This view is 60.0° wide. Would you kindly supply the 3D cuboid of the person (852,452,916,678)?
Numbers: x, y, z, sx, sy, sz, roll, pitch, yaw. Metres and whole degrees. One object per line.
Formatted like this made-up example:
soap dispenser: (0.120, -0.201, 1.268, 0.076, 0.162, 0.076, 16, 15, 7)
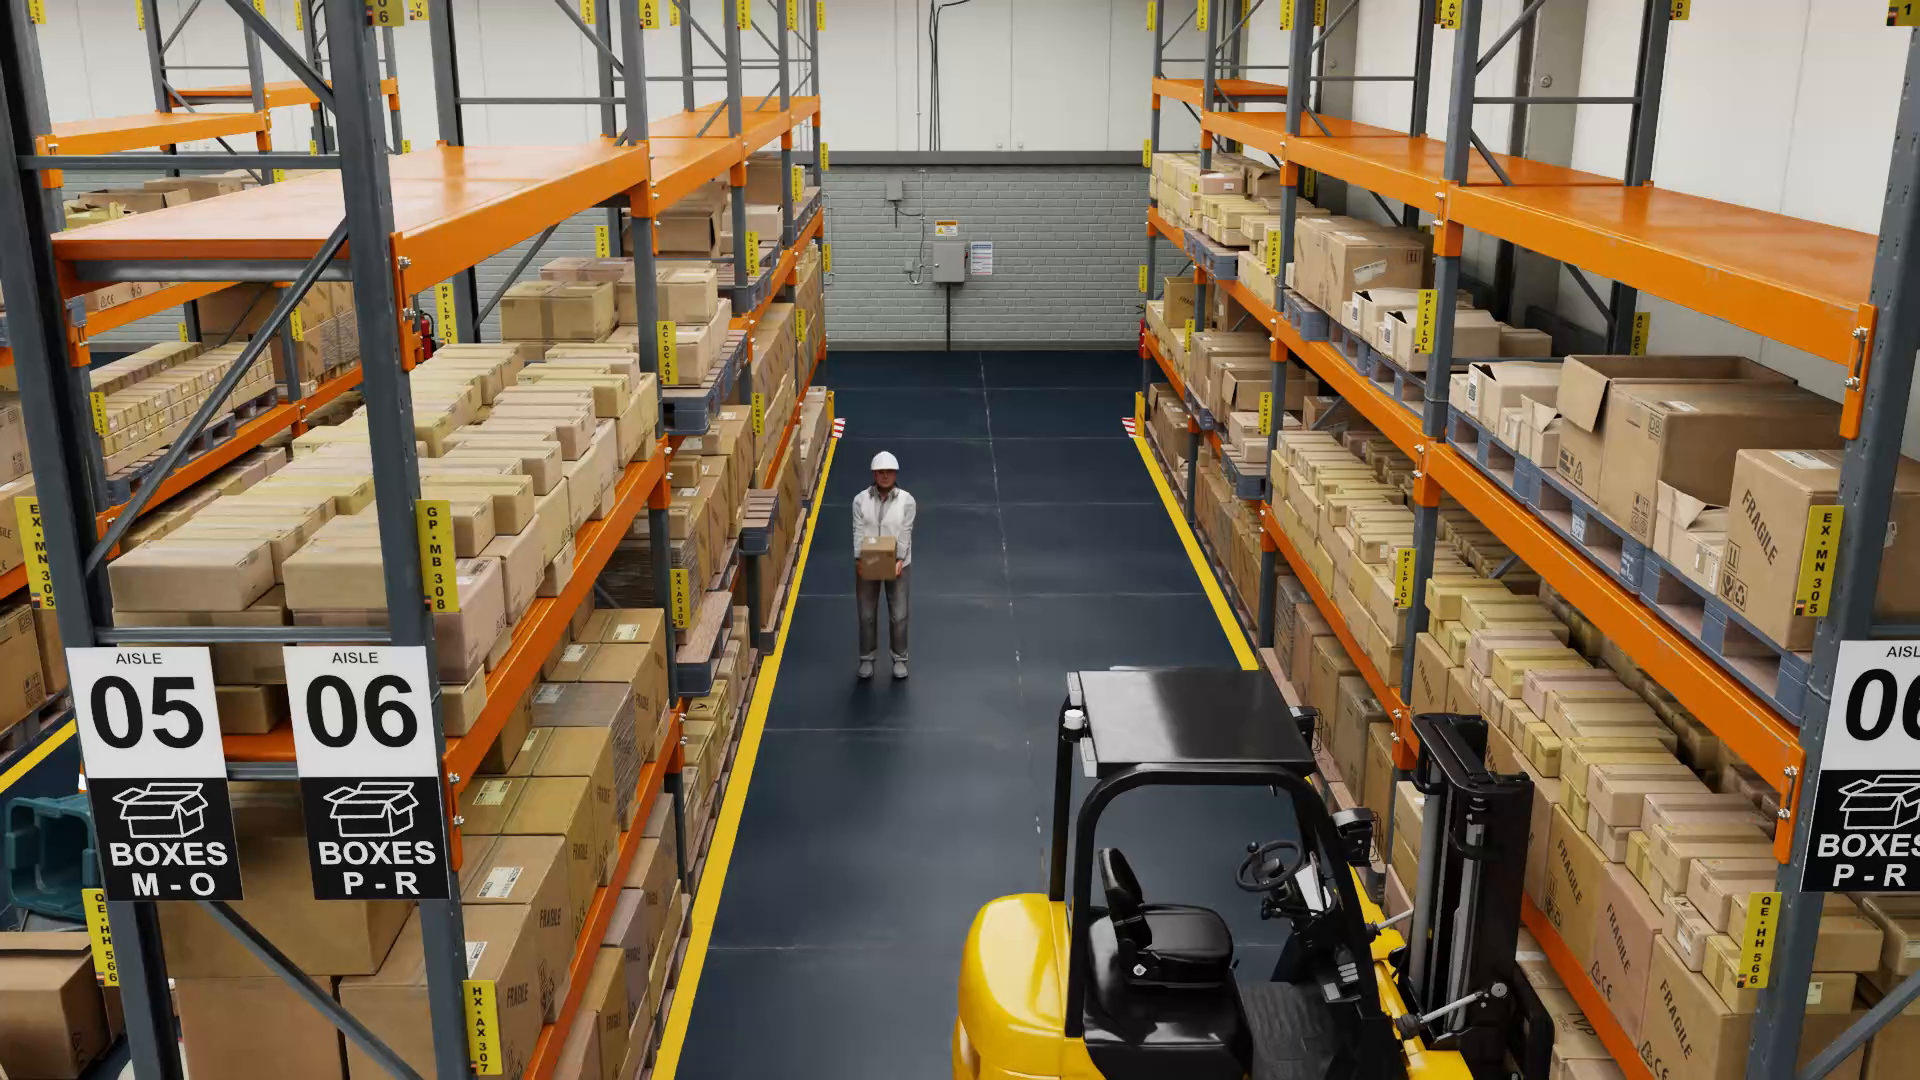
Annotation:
person: (-0.586, 0.218, 12.803, 0.494, 1.762, 0.555, 1, 17, 2)
